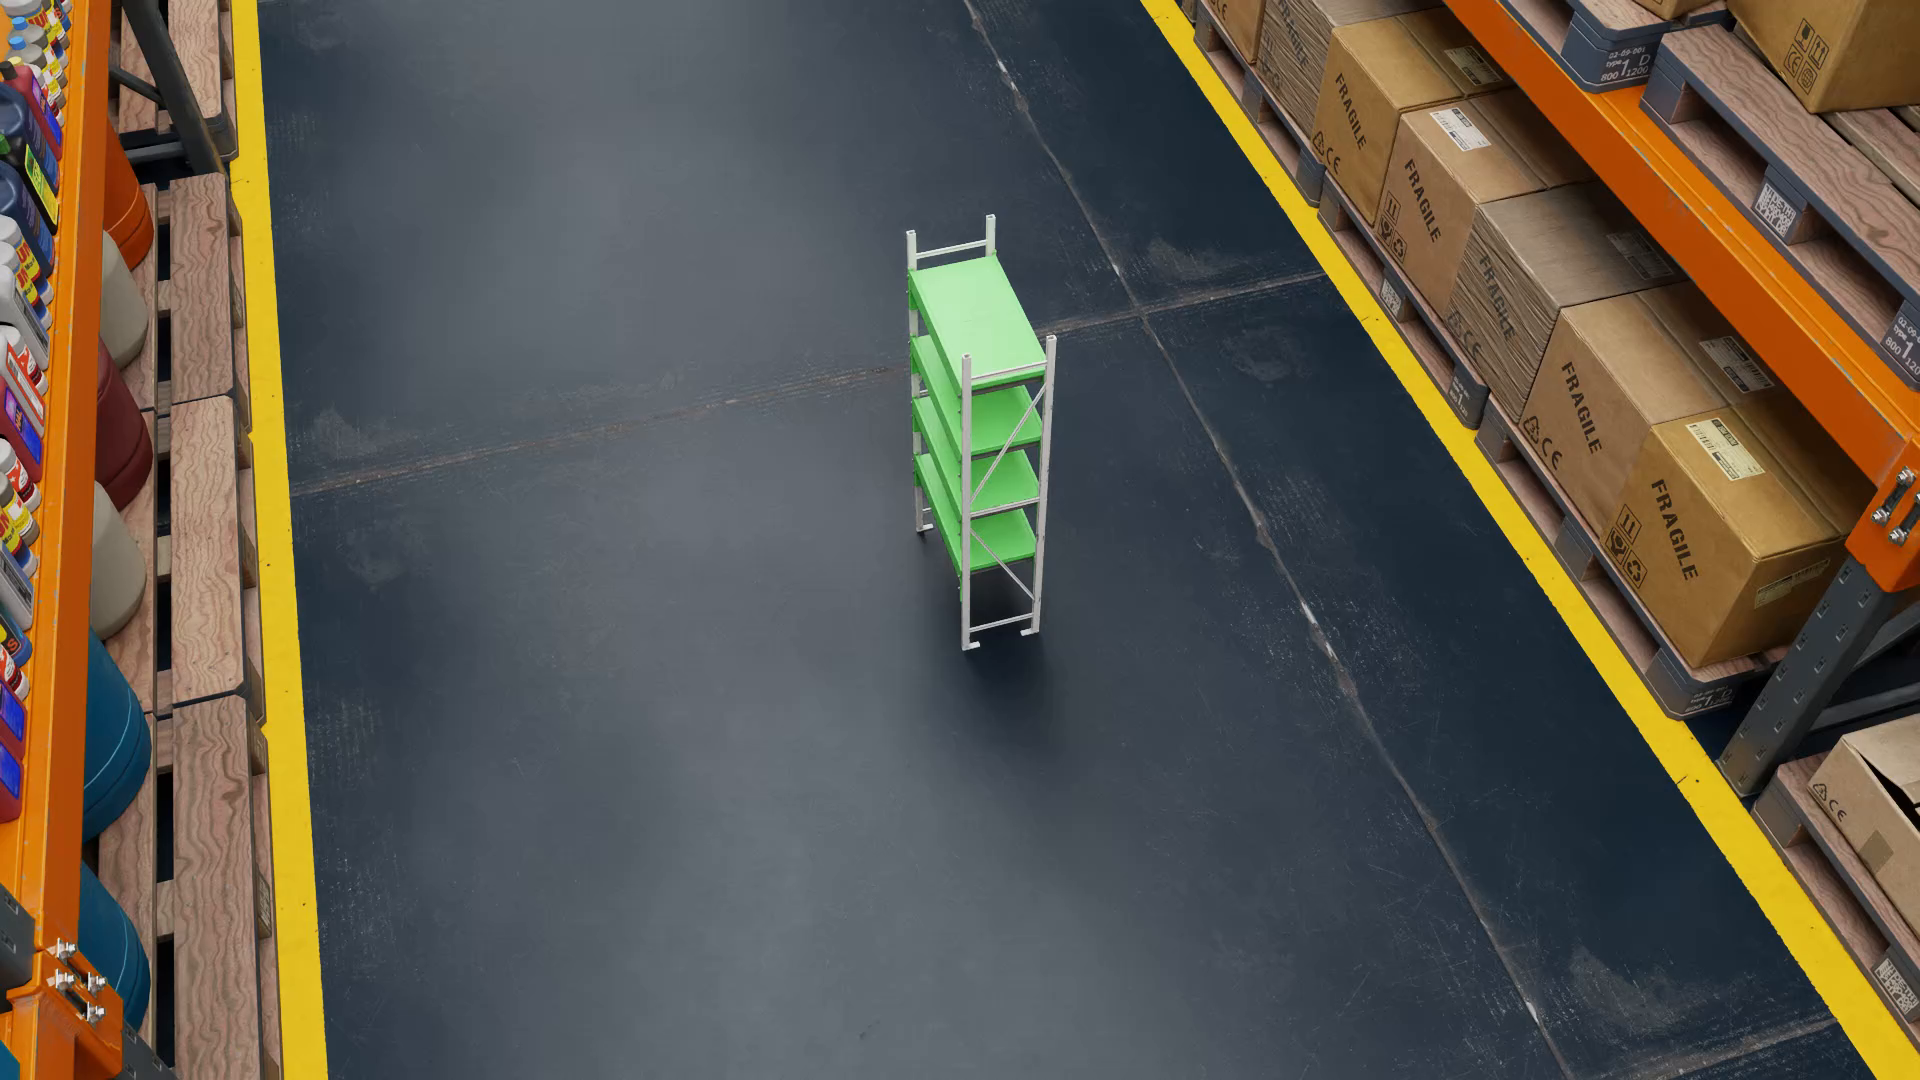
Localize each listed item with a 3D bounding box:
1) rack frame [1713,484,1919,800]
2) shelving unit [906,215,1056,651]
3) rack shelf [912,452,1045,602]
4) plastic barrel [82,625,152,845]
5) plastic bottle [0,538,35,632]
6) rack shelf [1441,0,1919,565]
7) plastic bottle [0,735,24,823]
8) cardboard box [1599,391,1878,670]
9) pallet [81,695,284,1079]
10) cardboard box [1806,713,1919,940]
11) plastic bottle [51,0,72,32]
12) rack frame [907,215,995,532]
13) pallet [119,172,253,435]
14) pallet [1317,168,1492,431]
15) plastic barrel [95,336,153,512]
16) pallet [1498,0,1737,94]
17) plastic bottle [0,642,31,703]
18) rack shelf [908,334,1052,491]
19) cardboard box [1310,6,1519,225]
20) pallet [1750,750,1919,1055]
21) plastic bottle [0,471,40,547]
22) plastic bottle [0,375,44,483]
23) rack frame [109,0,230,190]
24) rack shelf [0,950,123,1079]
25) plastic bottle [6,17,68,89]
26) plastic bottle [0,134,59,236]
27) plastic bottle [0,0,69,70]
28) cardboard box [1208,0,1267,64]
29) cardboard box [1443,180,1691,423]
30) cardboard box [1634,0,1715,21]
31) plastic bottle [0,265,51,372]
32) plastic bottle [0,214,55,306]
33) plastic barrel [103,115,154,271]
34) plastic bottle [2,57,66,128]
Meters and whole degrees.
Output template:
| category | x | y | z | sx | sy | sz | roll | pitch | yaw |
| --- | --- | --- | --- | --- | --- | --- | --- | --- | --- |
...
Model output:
| category | x | y | z | sx | sy | sz | roll | pitch | yaw |
| --- | --- | --- | --- | --- | --- | --- | --- | --- | --- |
| rack frame | 2.633 | -0.401 | 3.626 | 1.000 | 3.000 | 0.127 | -13 | 51 | -11 |
| shelving unit | 0.049 | -0.266 | 4.689 | 0.258 | 1.200 | 0.503 | -13 | 51 | -11 |
| rack shelf | 0.049 | -0.070 | 4.922 | 0.258 | 0.148 | 0.480 | -13 | 51 | -11 |
| plastic barrel | -2.454 | 0.339 | 4.100 | 0.600 | 0.901 | 0.708 | -13 | 51 | -11 |
| plastic bottle | -1.981 | 0.065 | 3.314 | 0.152 | 0.276 | 0.135 | -13 | 51 | -11 |
| rack shelf | 2.041 | -1.629 | 5.132 | 1.077 | 0.370 | 4.000 | -13 | 51 | -11 |
| plastic bottle | -1.801 | 0.390 | 3.036 | 0.061 | 0.283 | 0.133 | -13 | 51 | -11 |
| cardboard box | 2.213 | -0.032 | 4.662 | 0.500 | 0.500 | 0.500 | -14 | 51 | -11 |
| pallet | -2.289 | 1.043 | 4.233 | 1.003 | 0.211 | 1.213 | -13 | 51 | -11 |
| cardboard box | 2.550 | 0.680 | 4.186 | 0.500 | 0.311 | 0.500 | -13 | 51 | -11 |
| plastic bottle | -2.613 | -1.565 | 4.692 | 0.097 | 0.271 | 0.097 | 0 | 50 | 0 |
| rack frame | -0.023 | -0.444 | 4.840 | 0.240 | 1.200 | 0.015 | -13 | 51 | -11 |
| pallet | -3.010 | -0.740 | 5.735 | 1.003 | 0.211 | 1.213 | -13 | 51 | -11 |
| pallet | 1.992 | -0.980 | 5.938 | 1.003 | 0.211 | 1.213 | -13 | 51 | -11 |
| plastic barrel | -2.788 | -0.385 | 4.915 | 0.600 | 0.588 | 0.708 | -13 | 51 | -11 |
| pallet | 2.029 | -1.841 | 4.965 | 1.003 | 0.211 | 1.213 | -13 | 51 | -11 |
| plastic bottle | -1.892 | 0.239 | 3.217 | 0.097 | 0.201 | 0.097 | 0 | 50 | 0 |
| rack shelf | 0.049 | -0.379 | 4.555 | 0.258 | 0.148 | 0.480 | -13 | 51 | -11 |
| cardboard box | 1.615 | -1.512 | 5.910 | 0.500 | 0.500 | 0.500 | -14 | 51 | -11 |
| pallet | 2.835 | 1.000 | 4.269 | 1.003 | 0.211 | 1.213 | -13 | 51 | -11 |
| plastic bottle | -2.018 | -0.073 | 3.479 | 0.097 | 0.201 | 0.097 | 0 | 50 | 0 |
| plastic bottle | -2.064 | -0.259 | 3.582 | 0.061 | 0.283 | 0.133 | -13 | 51 | -11 |
| rack frame | -3.283 | -2.205 | 5.147 | 1.000 | 3.000 | 0.127 | -13 | 51 | -11 |
| rack shelf | -1.509 | 2.409 | 1.728 | 1.077 | 0.370 | 4.000 | -13 | 51 | -11 |
| plastic bottle | -2.527 | -1.329 | 4.539 | 0.097 | 0.201 | 0.097 | 0 | 50 | 0 |
| plastic bottle | -2.324 | -0.901 | 4.124 | 0.061 | 0.283 | 0.133 | -13 | 51 | -11 |
| plastic bottle | -2.556 | -1.423 | 4.572 | 0.097 | 0.271 | 0.097 | 0 | 50 | 0 |
| cardboard box | 1.311 | -2.261 | 6.541 | 0.500 | 0.500 | 0.500 | -11 | 51 | -9 |
| cardboard box | 1.927 | -0.762 | 5.277 | 0.500 | 0.500 | 0.500 | -13 | 51 | -11 |
| cardboard box | 2.051 | -1.845 | 4.503 | 0.700 | 0.500 | 0.500 | -25 | 54 | -20 |
| plastic bottle | -2.216 | -0.513 | 3.802 | 0.152 | 0.276 | 0.135 | -13 | 51 | -11 |
| plastic bottle | -2.252 | -0.674 | 3.940 | 0.097 | 0.271 | 0.097 | 0 | 50 | 0 |
| plastic barrel | -3.122 | -1.287 | 5.518 | 0.600 | 0.830 | 0.708 | -13 | 51 | -11 |
| plastic bottle | -2.470 | -1.187 | 4.419 | 0.097 | 0.201 | 0.097 | 0 | 50 | 0 |
